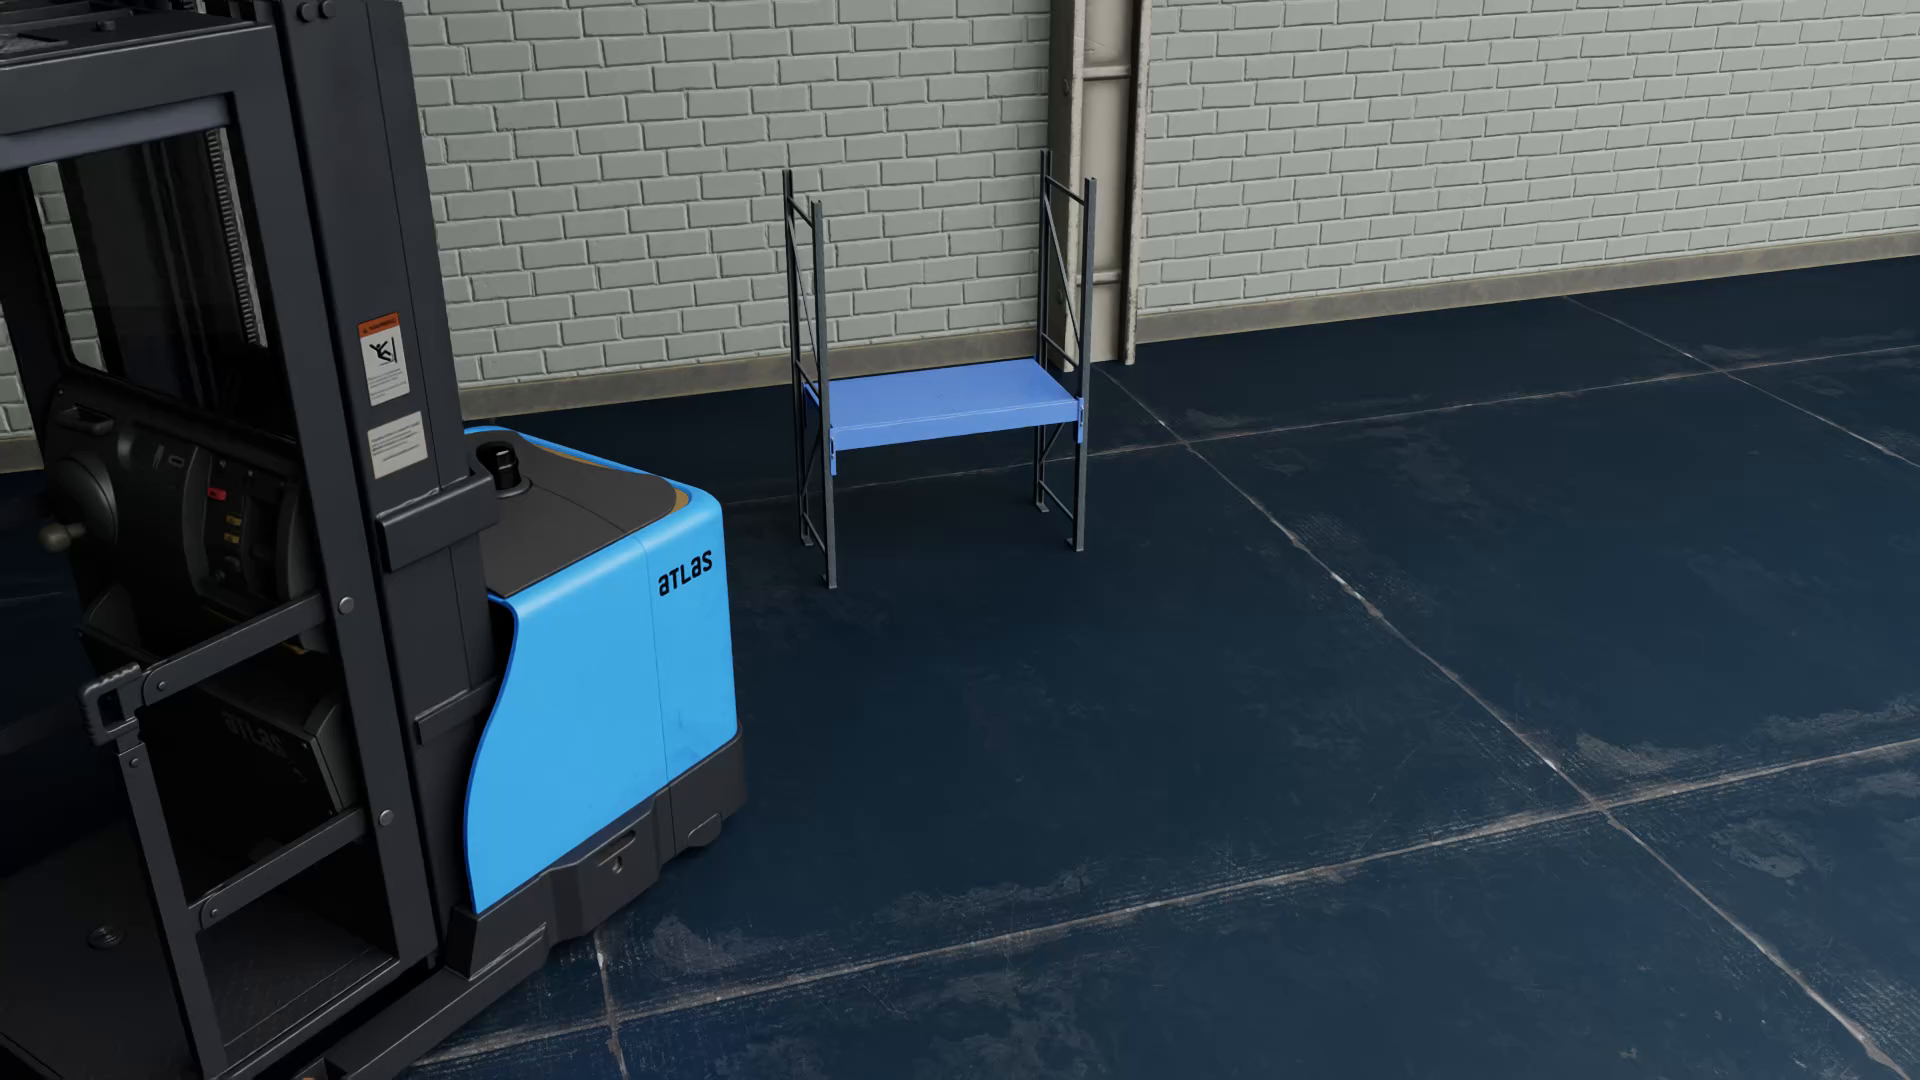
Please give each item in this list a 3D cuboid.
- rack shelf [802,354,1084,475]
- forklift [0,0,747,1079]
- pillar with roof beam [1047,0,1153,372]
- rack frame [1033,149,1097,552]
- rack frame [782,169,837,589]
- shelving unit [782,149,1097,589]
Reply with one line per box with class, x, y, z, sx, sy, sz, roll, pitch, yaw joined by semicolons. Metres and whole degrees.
rack shelf;-0.081;-0.499;6.473;1.000;0.185;0.538;-8;28;-16
forklift;-1.886;-0.056;3.567;1.130;2.935;3.031;17;31;30
pillar with roof beam;2.001;-3.158;2.991;0.400;9.000;9.100;-8;28;-16
rack frame;0.402;-0.730;6.534;0.032;1.500;0.500;-8;28;-16
rack frame;-0.564;-0.590;6.252;0.032;1.500;0.500;-8;28;-16
shelving unit;-0.081;-0.660;6.393;1.048;1.500;0.538;-8;28;-16
